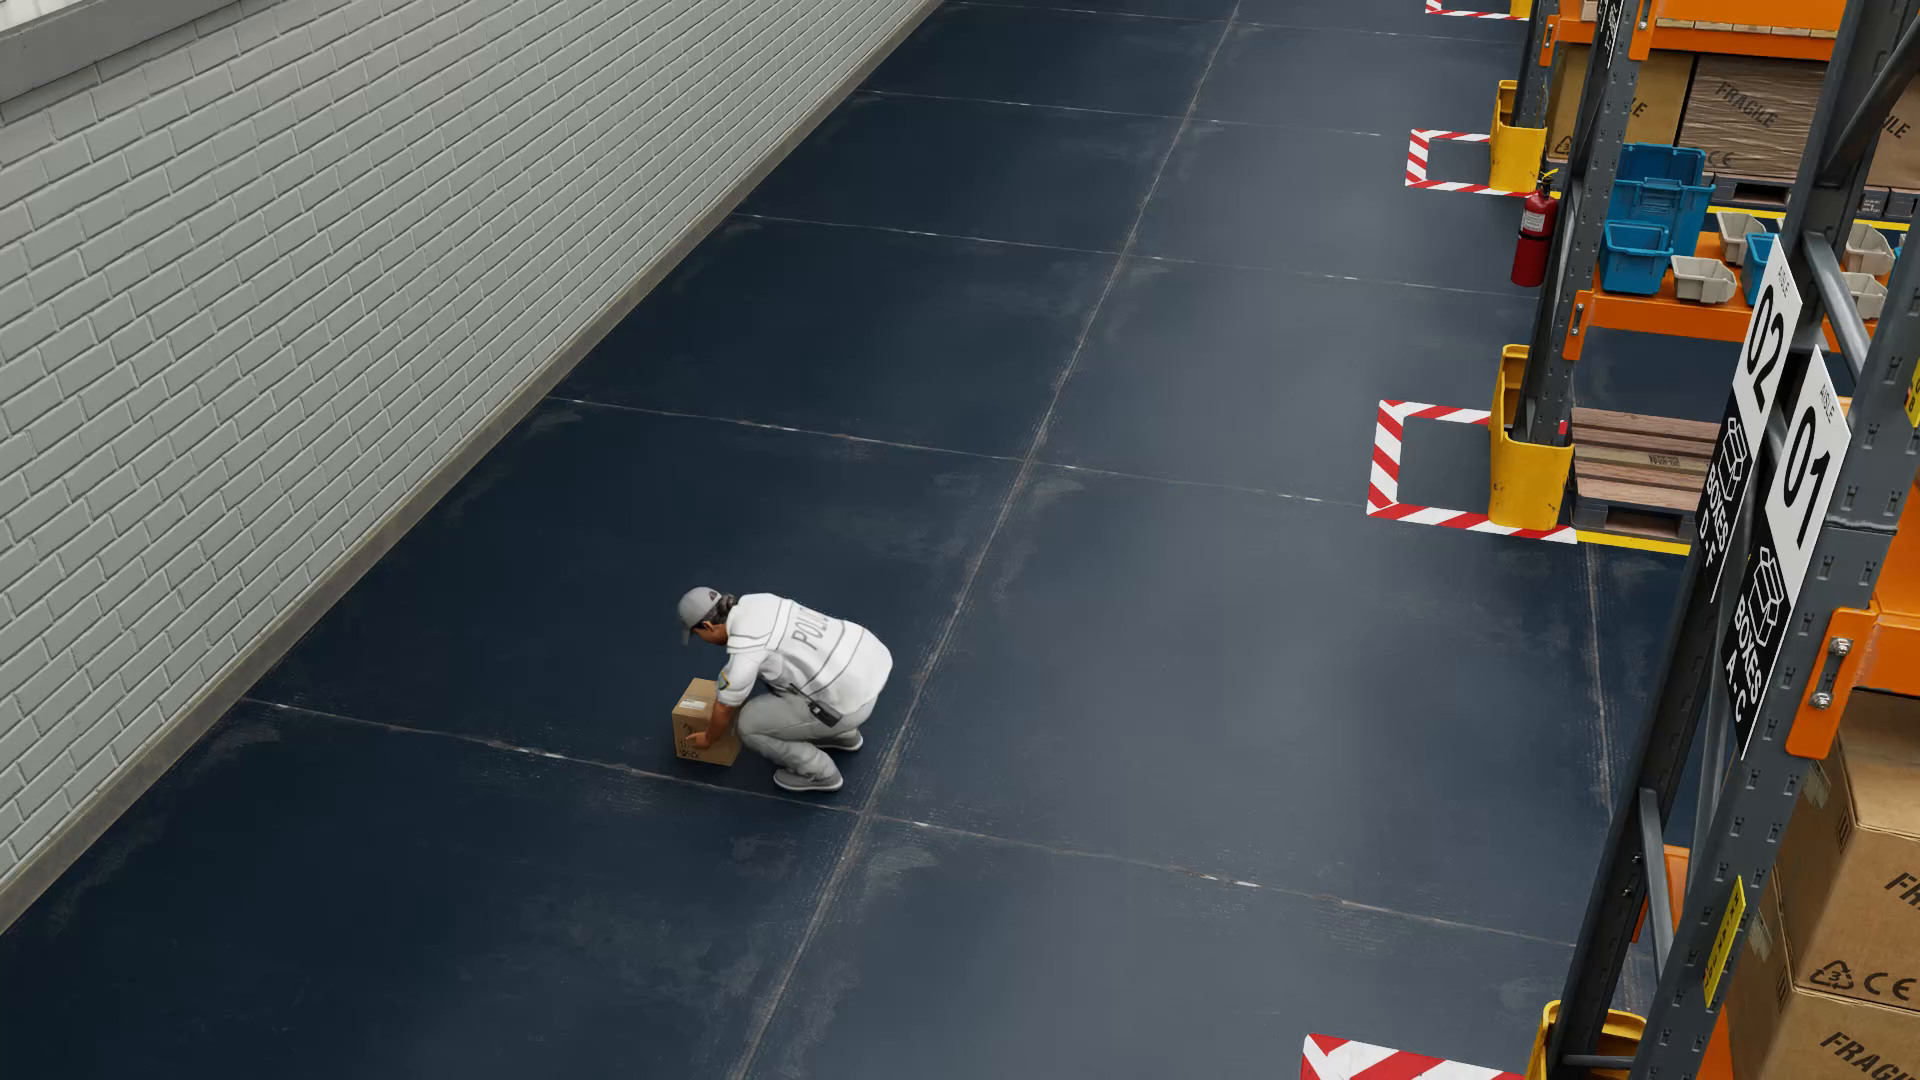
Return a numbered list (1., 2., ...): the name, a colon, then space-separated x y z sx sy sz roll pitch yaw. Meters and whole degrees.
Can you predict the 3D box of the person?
1. person: -0.726 0.591 6.961 0.863 0.874 0.523 8 34 12
